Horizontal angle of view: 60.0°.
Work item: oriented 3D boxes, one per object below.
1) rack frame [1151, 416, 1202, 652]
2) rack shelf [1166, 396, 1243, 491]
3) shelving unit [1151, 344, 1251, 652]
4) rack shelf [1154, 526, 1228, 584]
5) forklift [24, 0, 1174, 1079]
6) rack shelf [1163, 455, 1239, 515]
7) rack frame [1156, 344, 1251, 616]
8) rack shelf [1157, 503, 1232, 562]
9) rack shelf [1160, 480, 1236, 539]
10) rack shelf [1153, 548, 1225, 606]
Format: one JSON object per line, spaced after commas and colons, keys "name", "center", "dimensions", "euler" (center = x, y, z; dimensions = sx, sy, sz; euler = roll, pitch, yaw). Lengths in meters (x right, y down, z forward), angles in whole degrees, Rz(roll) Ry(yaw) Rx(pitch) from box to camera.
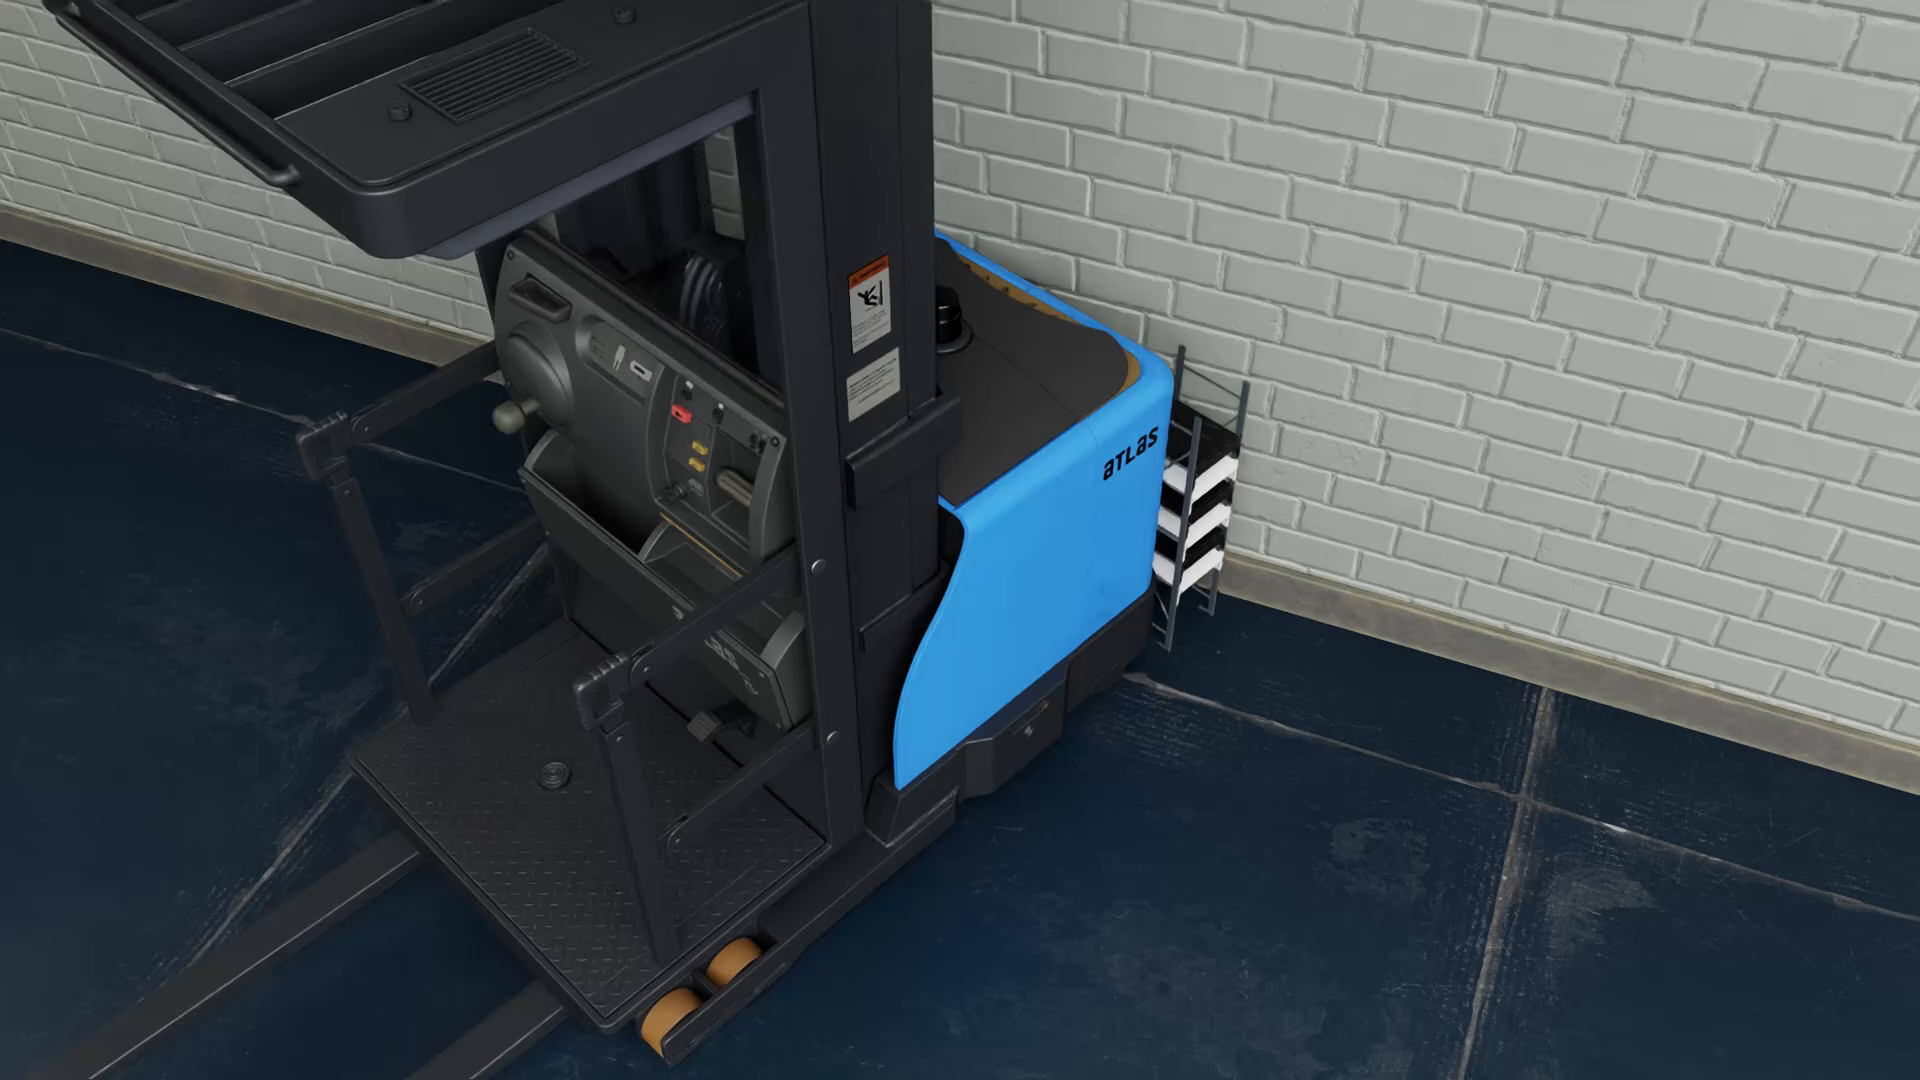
{"name": "rack frame", "center": [0.537, -0.050, 4.661], "dimensions": [0.240, 0.900, 0.006], "euler": [35, 54, 30]}
{"name": "rack shelf", "center": [0.608, -0.269, 4.546], "dimensions": [0.258, 0.077, 0.200], "euler": [35, 54, 30]}
{"name": "shelving unit", "center": [0.608, -0.101, 4.713], "dimensions": [0.258, 0.900, 0.210], "euler": [35, 54, 30]}
{"name": "rack shelf", "center": [0.608, -0.013, 4.800], "dimensions": [0.258, 0.077, 0.200], "euler": [35, 54, 30]}
{"name": "forklift", "center": [-0.835, -0.213, 3.386], "dimensions": [1.130, 2.935, 3.031], "euler": [35, 54, 30]}
{"name": "rack shelf", "center": [0.608, -0.205, 4.609], "dimensions": [0.258, 0.077, 0.200], "euler": [35, 54, 30]}
{"name": "rack frame", "center": [0.679, -0.152, 4.764], "dimensions": [0.240, 0.900, 0.006], "euler": [35, 54, 30]}
{"name": "rack shelf", "center": [0.608, -0.077, 4.736], "dimensions": [0.258, 0.077, 0.200], "euler": [35, 54, 30]}
{"name": "rack shelf", "center": [0.608, -0.141, 4.673], "dimensions": [0.258, 0.077, 0.200], "euler": [35, 54, 30]}
{"name": "rack shelf", "center": [0.608, 0.051, 4.863], "dimensions": [0.258, 0.077, 0.200], "euler": [35, 54, 30]}
